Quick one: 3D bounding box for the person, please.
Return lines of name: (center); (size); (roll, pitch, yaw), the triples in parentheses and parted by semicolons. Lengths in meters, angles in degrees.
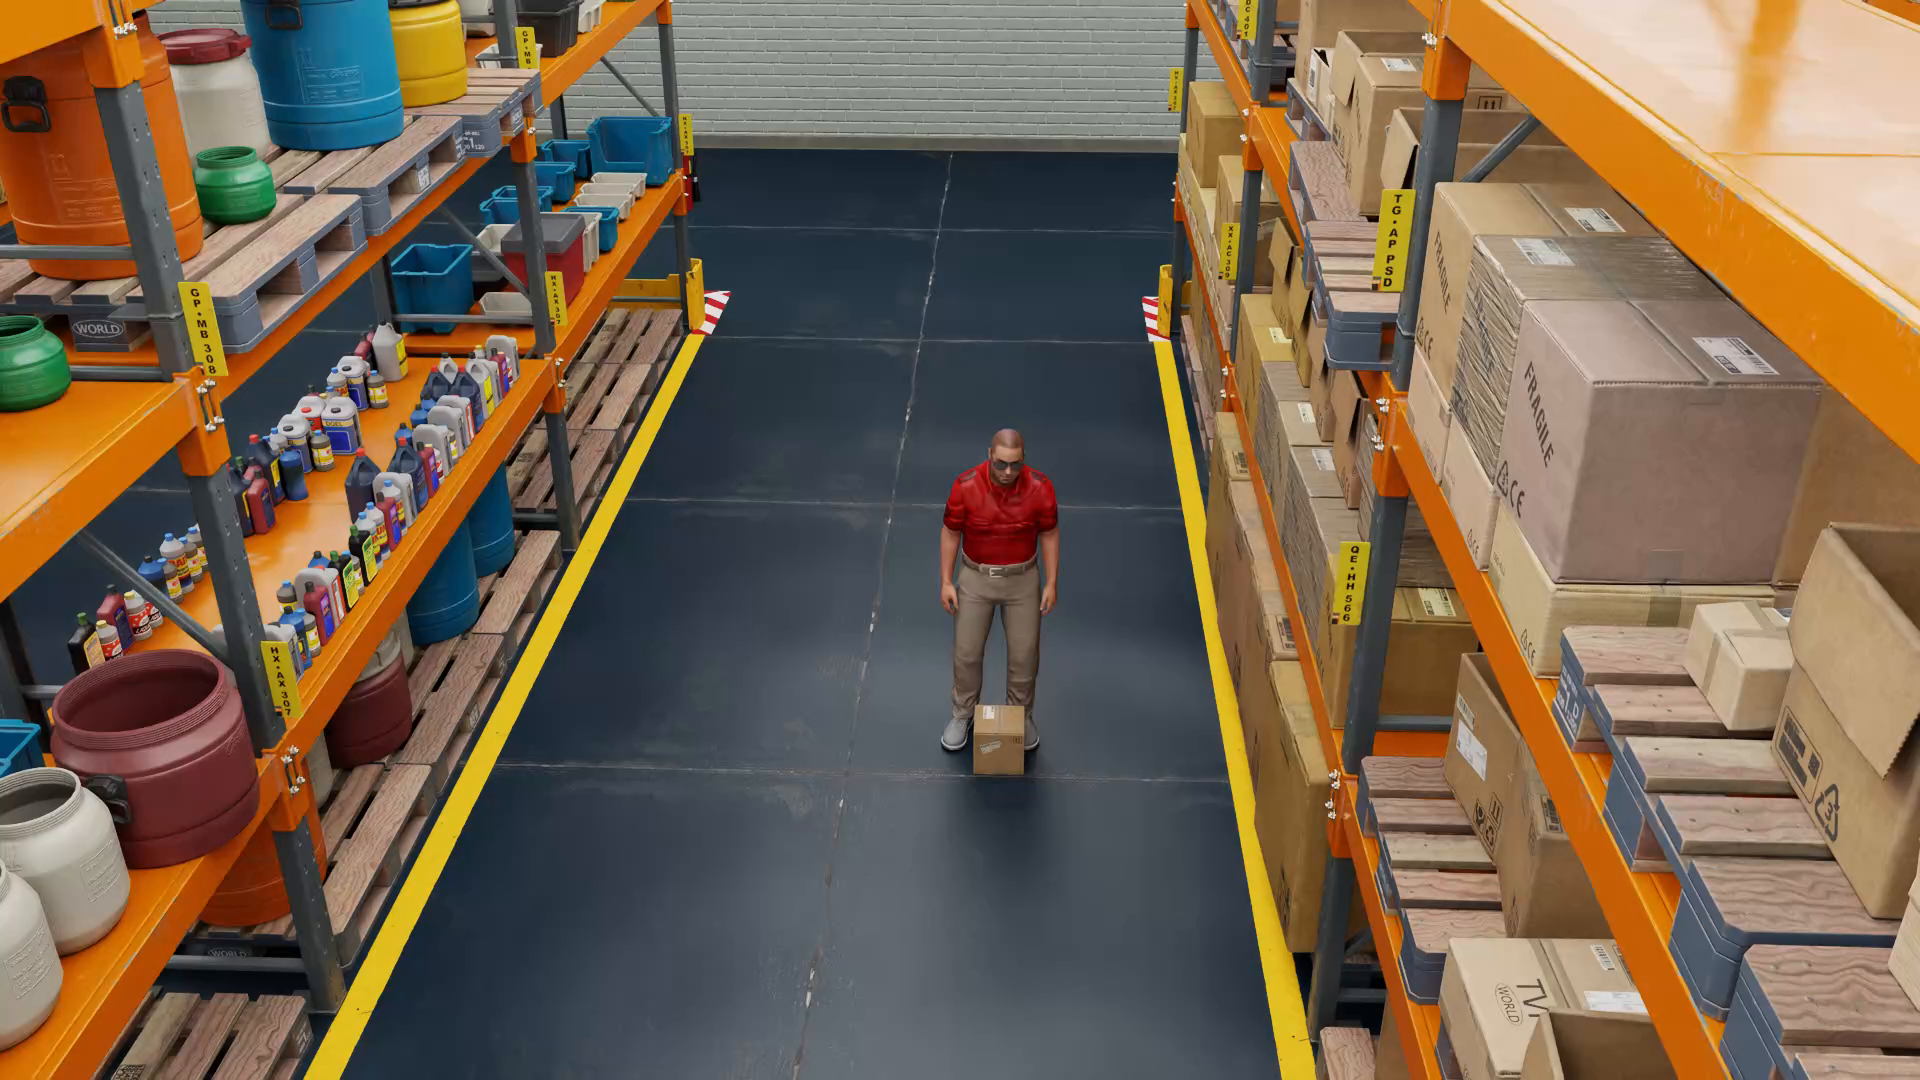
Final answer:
person: (0.194, 0.227, 8.206); (0.589, 1.725, 0.391); (0, 28, -1)
